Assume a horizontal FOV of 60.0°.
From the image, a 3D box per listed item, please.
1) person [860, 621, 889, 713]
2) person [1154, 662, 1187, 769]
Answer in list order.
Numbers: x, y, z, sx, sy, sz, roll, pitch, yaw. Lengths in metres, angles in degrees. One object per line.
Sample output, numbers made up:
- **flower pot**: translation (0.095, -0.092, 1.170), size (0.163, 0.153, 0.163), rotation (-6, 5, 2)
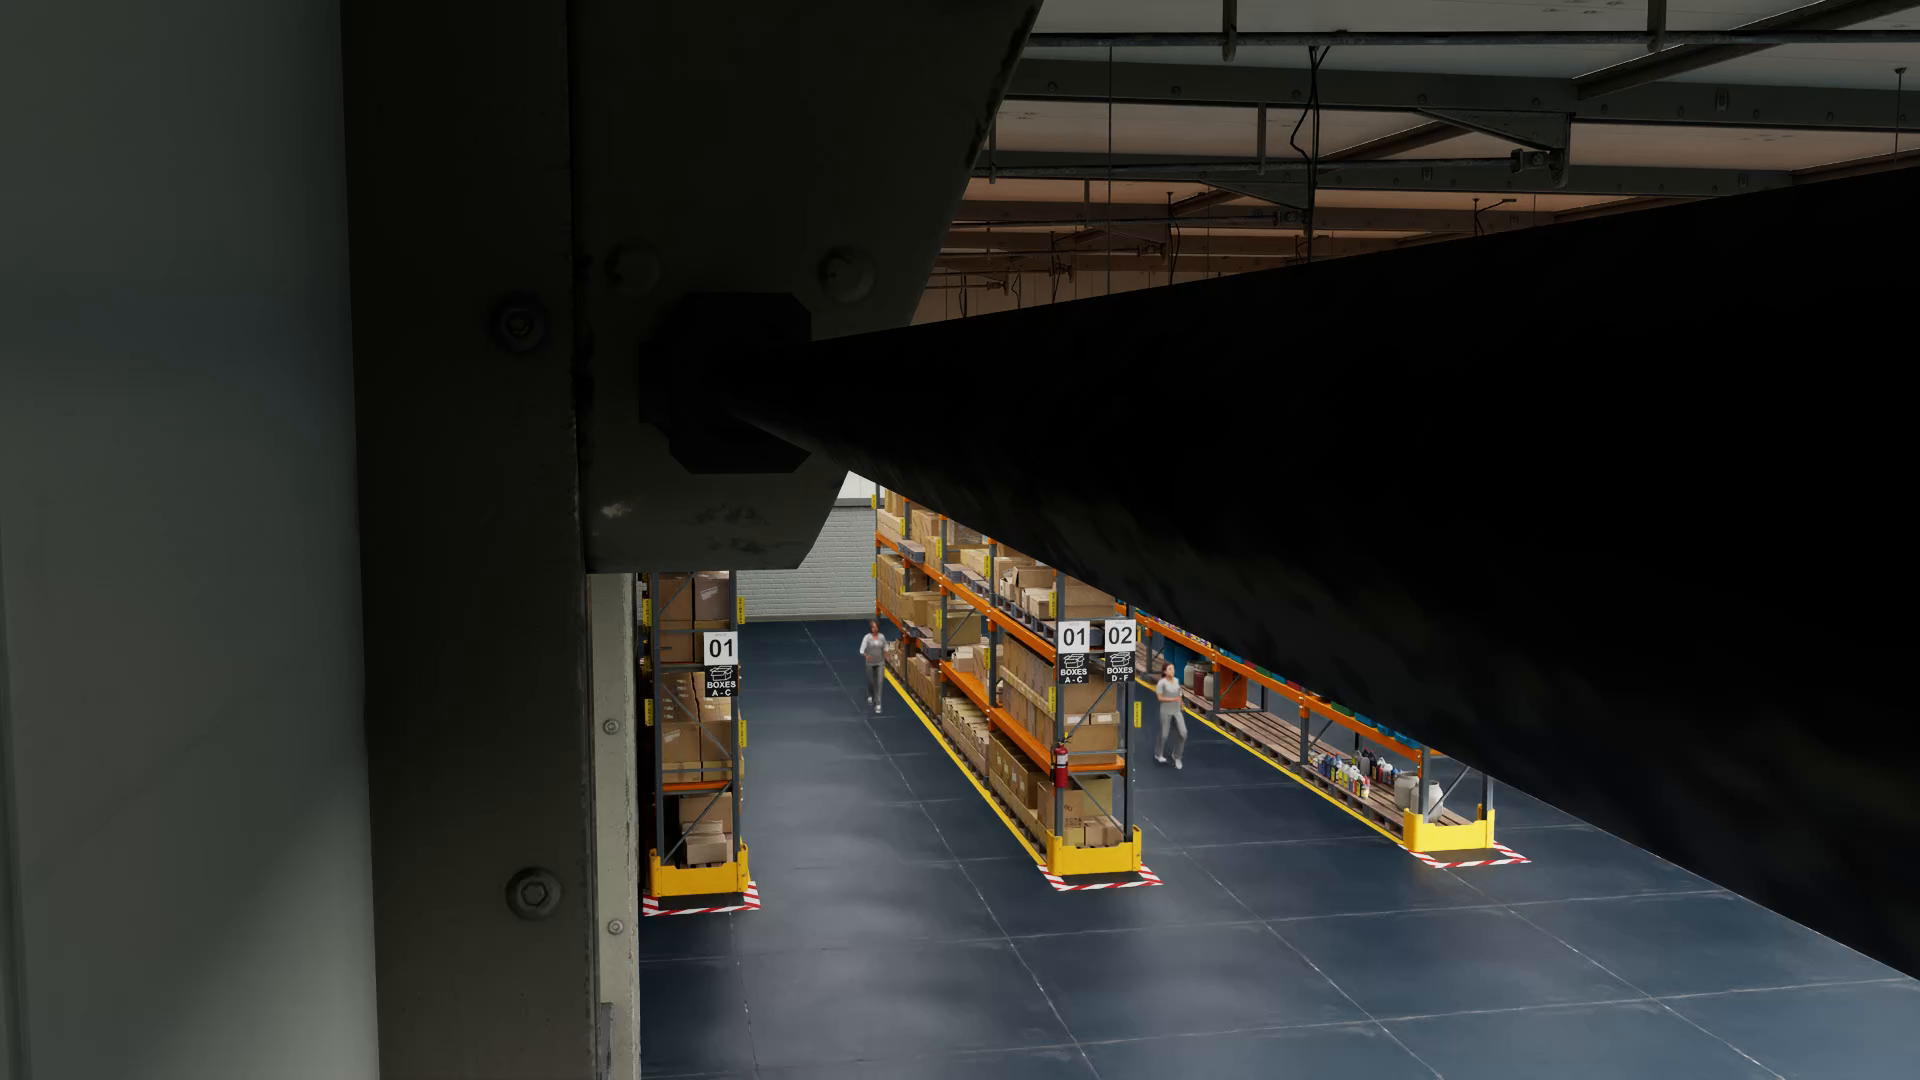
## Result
- **person**: translation (-1.506, 2.228, 29.565), size (0.546, 1.591, 0.739), rotation (-1, 6, -14)
- **person**: translation (3.341, 2.776, 26.419), size (0.529, 1.699, 0.720), rotation (-2, 6, -23)
